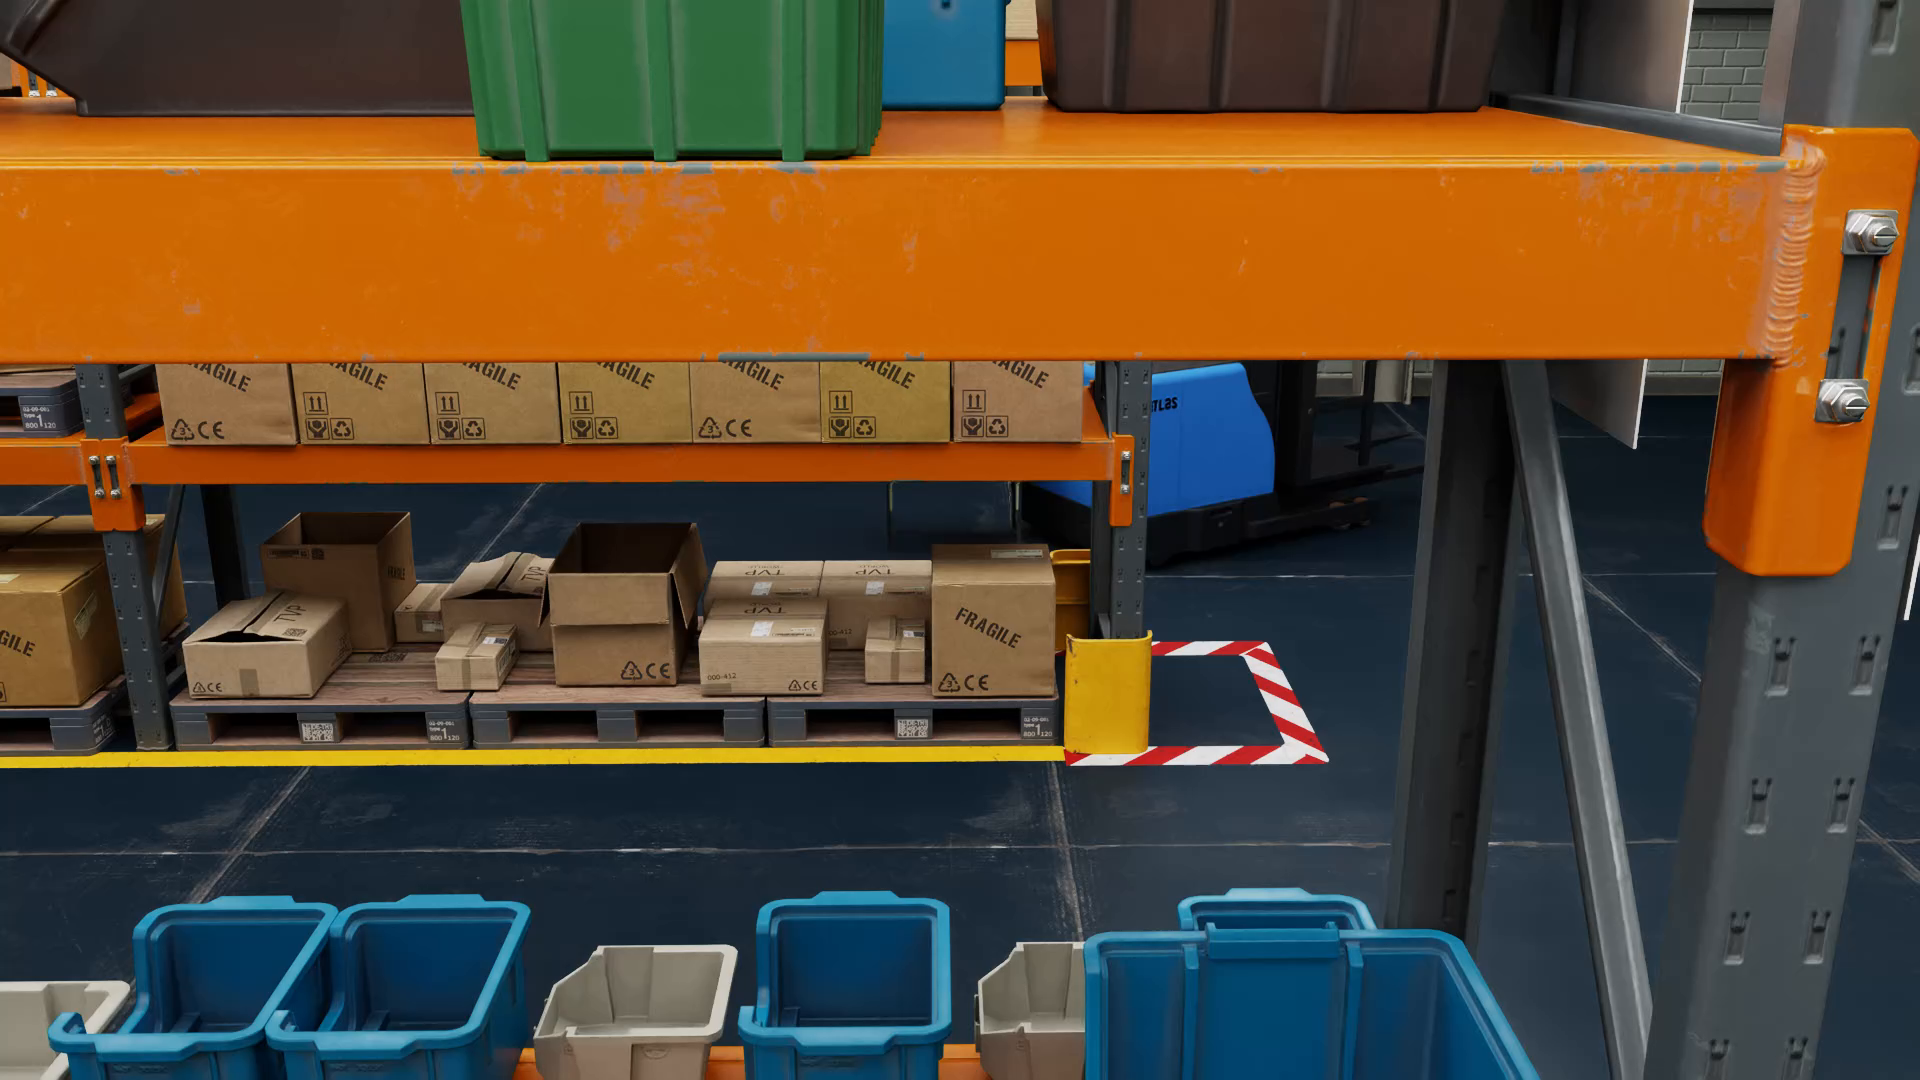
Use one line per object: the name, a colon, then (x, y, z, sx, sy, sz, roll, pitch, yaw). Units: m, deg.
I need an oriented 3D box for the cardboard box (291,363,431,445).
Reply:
cardboard box: (-2.302, -0.680, 6.594, 0.500, 0.500, 0.500, 0, 18, 0)

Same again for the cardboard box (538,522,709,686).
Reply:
cardboard box: (-1.449, 0.259, 7.197, 0.637, 0.503, 0.797, 0, 18, -1)

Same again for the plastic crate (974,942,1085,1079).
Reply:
plastic crate: (0.172, 0.757, 2.609, 0.298, 0.136, 0.250, 0, 18, -1)

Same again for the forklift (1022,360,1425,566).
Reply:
forklift: (1.873, -1.574, 9.656, 3.031, 2.935, 1.130, -11, 21, -31)

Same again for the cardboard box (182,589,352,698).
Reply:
cardboard box: (-2.904, 0.425, 6.994, 0.500, 0.311, 0.500, 0, 18, -1)

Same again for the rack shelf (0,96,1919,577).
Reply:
rack shelf: (-1.253, -0.293, 1.816, 4.000, 0.370, 1.077, 0, 18, -1)

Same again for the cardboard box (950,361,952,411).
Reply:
cardboard box: (-0.291, -0.851, 7.127, 0.500, 0.500, 0.500, 0, 18, -1)

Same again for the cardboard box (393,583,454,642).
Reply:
cardboard box: (-2.388, 0.328, 7.560, 0.250, 0.149, 0.380, 0, 18, -1)

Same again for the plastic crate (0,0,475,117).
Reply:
plastic crate: (-0.785, -0.692, 1.984, 0.767, 0.338, 0.504, 0, 18, -1)

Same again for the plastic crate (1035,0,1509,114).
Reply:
plastic crate: (0.357, -0.666, 2.016, 0.590, 0.269, 0.497, 0, 18, -1)

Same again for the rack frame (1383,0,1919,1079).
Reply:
rack frame: (0.747, 0.785, 2.191, 0.053, 2.616, 0.949, 0, 18, -1)

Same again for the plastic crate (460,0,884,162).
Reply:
plastic crate: (-0.235, -0.452, 1.482, 0.336, 0.188, 0.450, 0, 18, -1)

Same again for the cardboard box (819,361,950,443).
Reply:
cardboard box: (-0.290, -0.688, 6.618, 0.500, 0.500, 0.500, 0, 18, 0)

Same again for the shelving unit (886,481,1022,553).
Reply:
shelving unit: (-0.042, -0.711, 9.308, 0.755, 1.500, 0.431, -1, 18, -3)

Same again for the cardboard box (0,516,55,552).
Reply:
cardboard box: (-4.348, 0.205, 7.371, 0.500, 0.500, 0.500, 0, 18, 0)

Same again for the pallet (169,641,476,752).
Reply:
pallet: (-2.641, 0.615, 7.286, 1.213, 0.211, 1.003, 0, 18, -1)

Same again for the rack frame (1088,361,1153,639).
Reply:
rack frame: (0.672, -0.729, 6.910, 0.127, 3.000, 1.000, 0, 18, -1)

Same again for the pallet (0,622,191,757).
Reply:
pallet: (-4.140, 0.633, 7.228, 1.213, 0.211, 1.003, 0, 18, -1)

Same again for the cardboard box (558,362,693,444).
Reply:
cardboard box: (-1.293, -0.685, 6.608, 0.500, 0.500, 0.500, -1, 18, -2)

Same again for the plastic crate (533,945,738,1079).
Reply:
plastic crate: (-0.506, 0.761, 2.599, 0.298, 0.136, 0.250, 0, 18, -1)

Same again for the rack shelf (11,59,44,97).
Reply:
rack shelf: (-5.327, -1.786, 6.472, 4.000, 0.370, 1.077, 0, 18, -1)

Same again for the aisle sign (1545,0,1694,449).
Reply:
aisle sign: (0.814, -0.545, 2.081, 0.004, 0.787, 0.394, 0, 18, -1)

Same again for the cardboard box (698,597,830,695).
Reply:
cardboard box: (-0.818, 0.444, 7.035, 0.500, 0.250, 0.500, 0, 18, -1)

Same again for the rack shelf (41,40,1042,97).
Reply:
rack shelf: (-1.328, -1.805, 6.532, 4.000, 0.370, 1.077, 0, 18, -1)

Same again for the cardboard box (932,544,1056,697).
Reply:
cardboard box: (0.132, 0.329, 6.982, 0.500, 0.500, 0.500, 0, 18, -1)

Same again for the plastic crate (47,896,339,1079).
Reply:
plastic crate: (-1.122, 0.743, 2.496, 0.300, 0.233, 0.416, 0, 18, -1)

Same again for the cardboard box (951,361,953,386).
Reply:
cardboard box: (-0.108, -1.218, 11.839, 0.500, 0.500, 0.700, 0, 18, -1)

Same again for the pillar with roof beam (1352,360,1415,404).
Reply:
pillar with roof beam: (3.344, -4.061, 7.476, 0.400, 9.000, 9.100, 0, 18, -1)

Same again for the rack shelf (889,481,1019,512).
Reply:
rack shelf: (-0.042, -0.400, 9.408, 0.720, 0.370, 0.431, -1, 18, -3)

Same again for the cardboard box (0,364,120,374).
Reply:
cardboard box: (-3.805, -1.024, 6.977, 0.500, 0.500, 0.700, -6, 19, -19)

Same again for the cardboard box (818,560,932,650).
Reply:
cardboard box: (-0.376, 0.289, 7.518, 0.500, 0.250, 0.500, 0, 18, -1)

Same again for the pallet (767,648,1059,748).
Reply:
pallet: (-0.201, 0.603, 7.322, 1.213, 0.211, 1.003, 0, 18, -1)

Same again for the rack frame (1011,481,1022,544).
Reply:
rack frame: (0.323, -0.717, 9.326, 0.023, 1.500, 0.400, -1, 18, -3)
